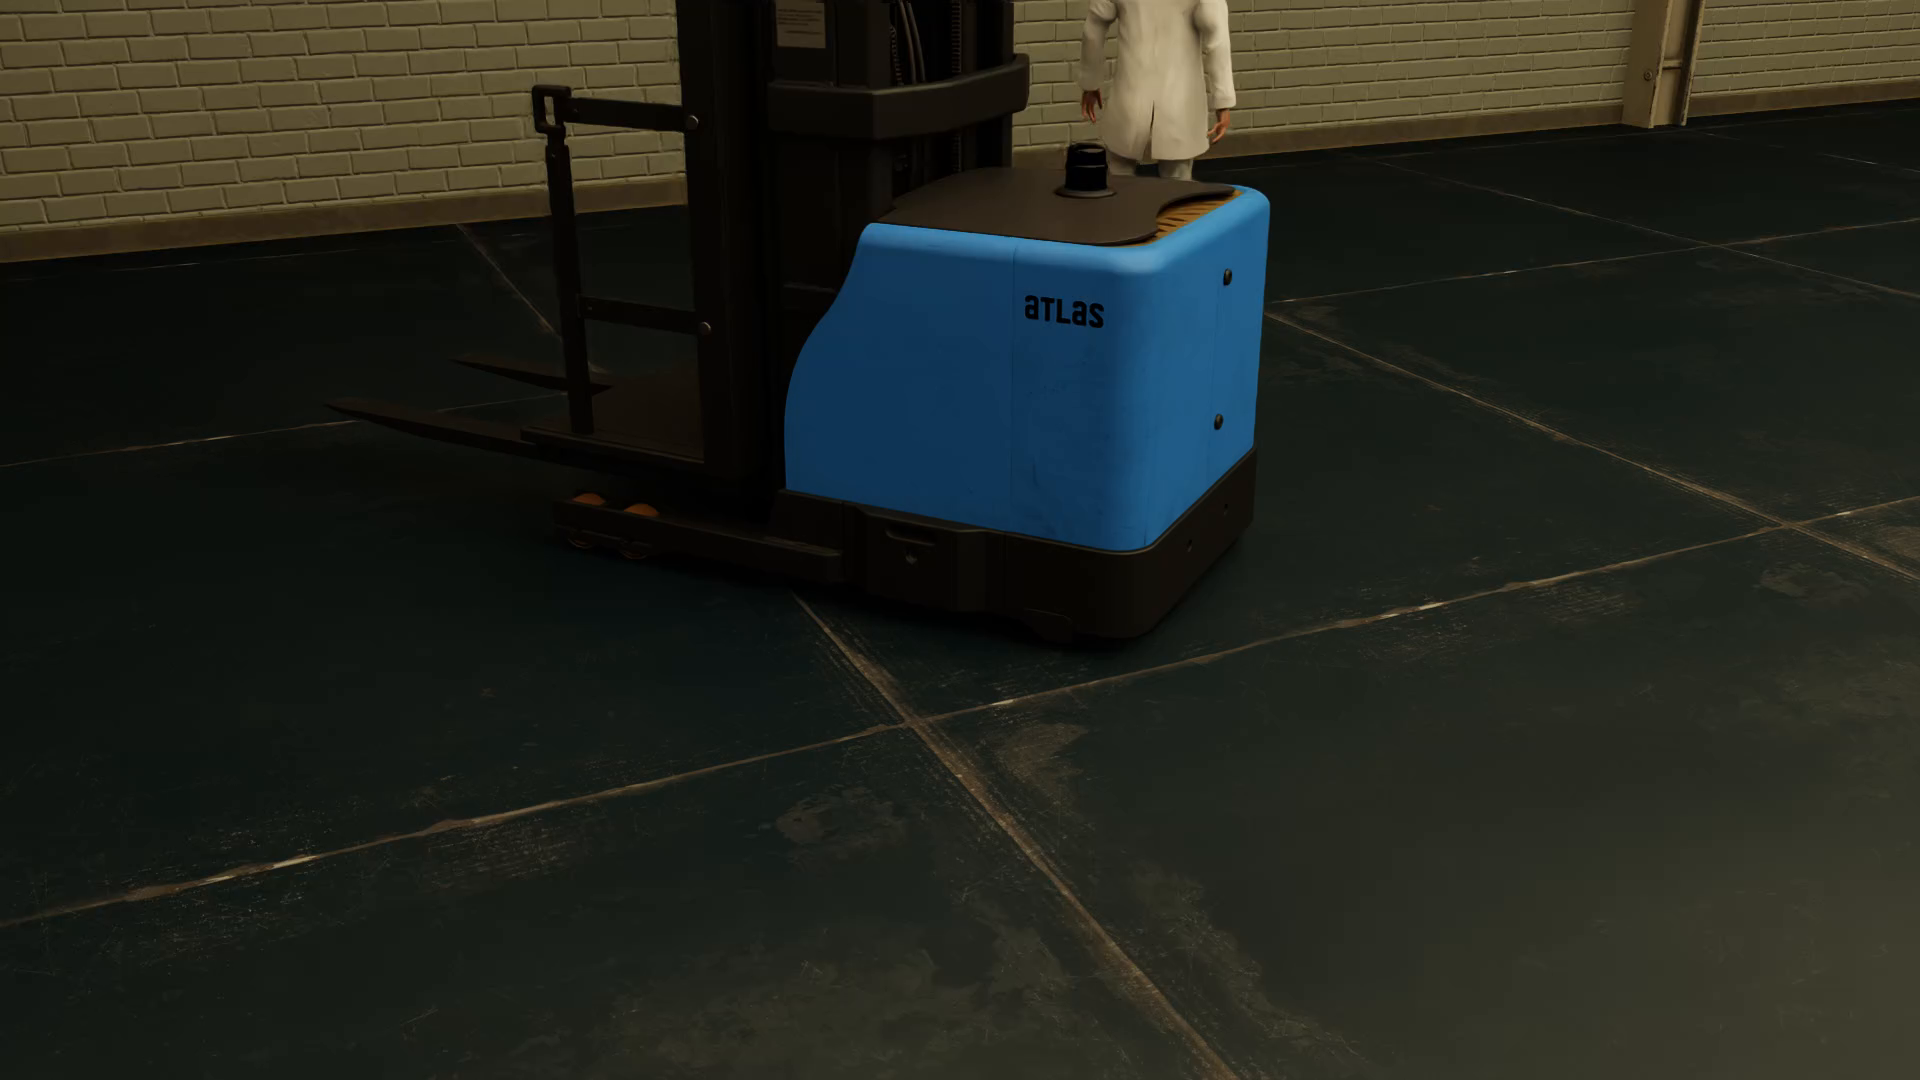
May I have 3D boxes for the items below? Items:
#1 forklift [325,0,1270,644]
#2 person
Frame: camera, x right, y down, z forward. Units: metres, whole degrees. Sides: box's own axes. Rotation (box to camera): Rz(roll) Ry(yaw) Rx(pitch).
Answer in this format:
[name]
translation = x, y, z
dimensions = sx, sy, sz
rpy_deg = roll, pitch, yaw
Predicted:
[forklift]
translation = -0.656, -1.460, 4.801
dimensions = 3.031, 2.935, 1.130
rpy_deg = 11, 25, 25
[person]
translation = 0.905, -2.034, 7.716
dimensions = 0.765, 1.758, 0.502
rpy_deg = 6, 23, 13
